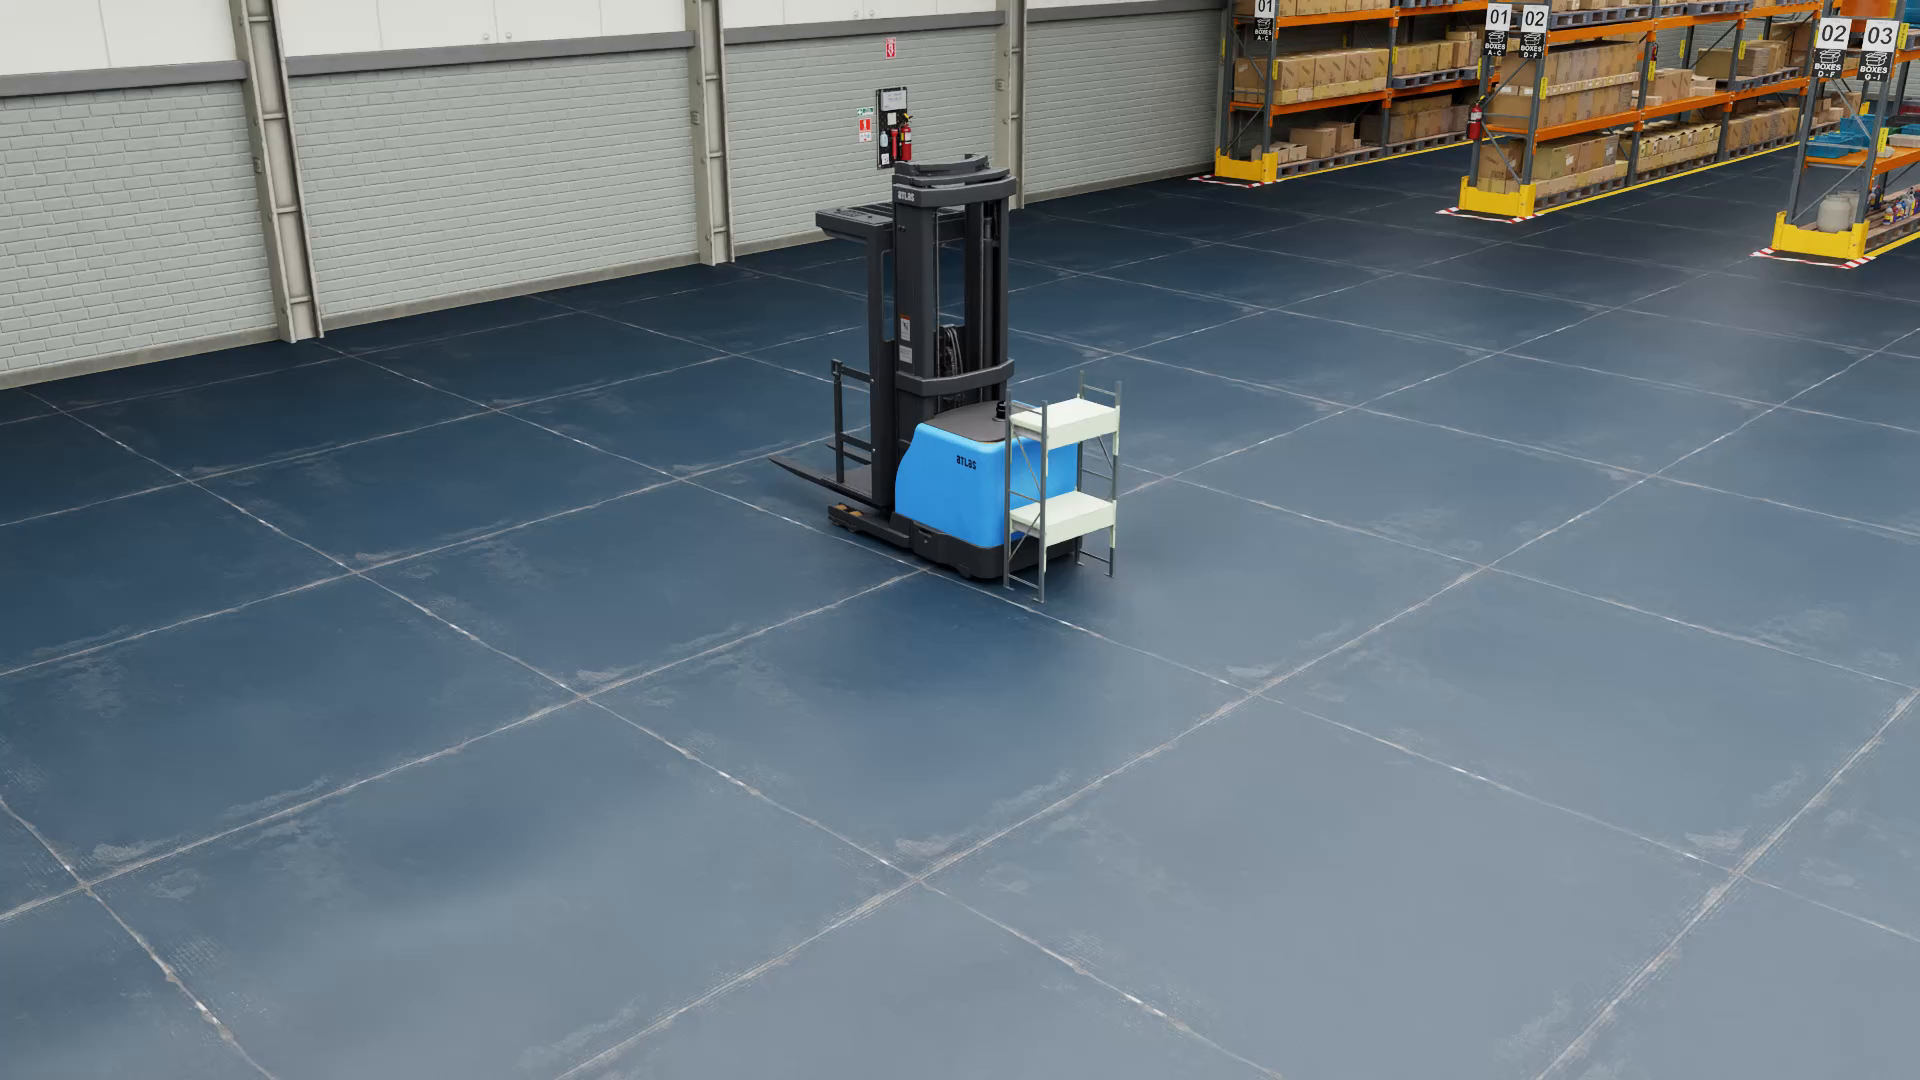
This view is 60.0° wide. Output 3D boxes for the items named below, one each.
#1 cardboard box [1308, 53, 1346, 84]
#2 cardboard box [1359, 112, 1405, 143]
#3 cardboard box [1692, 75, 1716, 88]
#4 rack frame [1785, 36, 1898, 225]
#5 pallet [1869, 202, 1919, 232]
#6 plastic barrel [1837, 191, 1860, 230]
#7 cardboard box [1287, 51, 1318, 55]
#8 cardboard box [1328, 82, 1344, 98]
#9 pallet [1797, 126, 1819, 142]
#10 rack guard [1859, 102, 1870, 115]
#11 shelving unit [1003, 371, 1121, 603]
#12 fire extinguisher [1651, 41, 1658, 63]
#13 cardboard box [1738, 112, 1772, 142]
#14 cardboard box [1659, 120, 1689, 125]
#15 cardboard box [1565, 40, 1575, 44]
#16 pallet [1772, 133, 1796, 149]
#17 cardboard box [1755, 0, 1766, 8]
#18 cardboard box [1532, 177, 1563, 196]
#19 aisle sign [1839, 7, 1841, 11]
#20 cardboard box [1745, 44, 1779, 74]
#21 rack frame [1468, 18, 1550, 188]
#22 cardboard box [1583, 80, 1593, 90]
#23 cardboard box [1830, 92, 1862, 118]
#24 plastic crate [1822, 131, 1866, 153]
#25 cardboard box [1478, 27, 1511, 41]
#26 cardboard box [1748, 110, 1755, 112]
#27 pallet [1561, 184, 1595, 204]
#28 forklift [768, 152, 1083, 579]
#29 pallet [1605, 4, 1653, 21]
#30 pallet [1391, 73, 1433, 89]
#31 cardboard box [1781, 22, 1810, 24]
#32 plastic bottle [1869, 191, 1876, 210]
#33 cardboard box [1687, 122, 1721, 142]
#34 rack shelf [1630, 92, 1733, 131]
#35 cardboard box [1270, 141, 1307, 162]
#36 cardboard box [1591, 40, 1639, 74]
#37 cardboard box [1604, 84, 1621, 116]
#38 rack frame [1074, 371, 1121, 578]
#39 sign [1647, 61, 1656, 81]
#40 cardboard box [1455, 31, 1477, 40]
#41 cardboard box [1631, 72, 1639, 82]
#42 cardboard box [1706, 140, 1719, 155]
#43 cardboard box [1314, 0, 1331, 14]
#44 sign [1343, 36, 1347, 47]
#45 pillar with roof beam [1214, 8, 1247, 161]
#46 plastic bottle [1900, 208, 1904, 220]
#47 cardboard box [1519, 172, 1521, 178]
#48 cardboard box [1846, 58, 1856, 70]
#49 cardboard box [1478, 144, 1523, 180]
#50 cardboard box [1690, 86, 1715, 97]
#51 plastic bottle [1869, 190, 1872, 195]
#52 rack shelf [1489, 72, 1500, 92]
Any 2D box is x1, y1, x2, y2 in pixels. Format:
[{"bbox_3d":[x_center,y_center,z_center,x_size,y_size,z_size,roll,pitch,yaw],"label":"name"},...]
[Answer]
[{"bbox_3d":[6.736,-8.684,30.622,0.500,0.500,0.500,-19,28,-40],"label":"cardboard box"},{"bbox_3d":[8.411,-8.216,33.139,0.500,0.500,0.700,-19,28,-40],"label":"cardboard box"},{"bbox_3d":[13.967,-8.649,31.520,0.500,0.311,0.500,-18,27,-39],"label":"cardboard box"},{"bbox_3d":[12.218,-5.476,23.140,1.000,3.000,0.127,19,28,41],"label":"rack frame"},{"bbox_3d":[14.510,-5.040,25.894,1.003,0.211,1.213,19,28,41],"label":"pallet"},{"bbox_3d":[12.972,-4.828,24.336,0.421,0.512,0.421,0,21,0],"label":"plastic barrel"},{"bbox_3d":[6.363,-8.809,30.949,0.500,0.500,0.500,-20,29,-41],"label":"cardboard box"},{"bbox_3d":[6.753,-8.337,30.764,0.500,0.250,0.500,20,28,41],"label":"cardboard box"},{"bbox_3d":[17.522,-8.676,35.353,1.003,0.211,1.213,19,28,41],"label":"pallet"},{"bbox_3d":[19.780,-9.643,37.466,1.175,0.500,0.348,19,28,41],"label":"rack guard"},{"bbox_3d":[0.734,-0.390,11.998,0.755,1.500,0.431,-18,27,-38],"label":"shelving unit"},{"bbox_3d":[16.717,-11.781,40.173,0.296,0.674,0.183,19,28,41],"label":"fire extinguisher"},{"bbox_3d":[15.849,-8.256,33.245,0.500,0.500,0.500,18,27,39],"label":"cardboard box"},{"bbox_3d":[13.676,-7.886,31.877,0.500,0.311,0.500,-19,28,-40],"label":"cardboard box"},{"bbox_3d":[13.349,-11.053,37.069,0.500,0.500,0.500,19,28,40],"label":"cardboard box"},{"bbox_3d":[16.502,-8.281,34.325,1.003,0.211,1.213,19,28,41],"label":"pallet"},{"bbox_3d":[14.888,-10.471,31.817,0.910,0.500,0.500,19,28,41],"label":"cardboard box"},{"bbox_3d":[9.551,-5.841,27.337,0.500,0.250,0.500,19,28,41],"label":"cardboard box"},{"bbox_3d":[19.670,-12.134,36.839,0.394,0.787,0.004,19,28,41],"label":"aisle sign"},{"bbox_3d":[15.854,-9.574,33.079,0.700,0.500,0.500,12,24,27],"label":"cardboard box"},{"bbox_3d":[8.671,-6.717,26.368,1.000,3.000,0.127,19,28,41],"label":"rack frame"},{"bbox_3d":[10.172,-7.508,27.384,0.380,0.149,0.250,20,28,41],"label":"cardboard box"},{"bbox_3d":[19.630,-9.667,36.914,0.500,0.500,0.500,19,28,41],"label":"cardboard box"},{"bbox_3d":[12.810,-5.775,24.127,0.499,0.251,0.408,19,28,41],"label":"plastic crate"},{"bbox_3d":[11.222,-10.616,34.887,0.500,0.250,0.500,-19,28,-41],"label":"cardboard box"},{"bbox_3d":[15.812,-8.510,33.905,0.500,0.500,0.500,20,29,41],"label":"cardboard box"},{"bbox_3d":[10.026,-5.934,28.219,1.003,0.211,1.213,19,28,41],"label":"pallet"},{"bbox_3d":[-0.407,-1.537,12.988,1.130,2.935,3.031,-17,27,-38],"label":"forklift"},{"bbox_3d":[10.885,-8.878,27.934,1.003,0.211,1.213,19,28,41],"label":"pallet"},{"bbox_3d":[8.547,-9.054,32.717,1.003,0.211,1.213,19,28,41],"label":"pallet"},{"bbox_3d":[17.565,-10.642,35.047,0.500,0.500,0.500,19,28,40],"label":"cardboard box"},{"bbox_3d":[14.133,-5.265,25.781,0.097,0.271,0.097,0,21,0],"label":"plastic bottle"},{"bbox_3d":[14.063,-7.751,31.525,0.500,0.311,0.500,-19,28,-41],"label":"cardboard box"},{"bbox_3d":[12.857,-7.923,30.510,1.077,0.370,4.000,19,28,41],"label":"rack shelf"},{"bbox_3d":[6.064,-7.208,30.780,0.500,0.311,0.500,-17,27,-38],"label":"cardboard box"},{"bbox_3d":[11.157,-8.281,28.492,0.700,0.500,0.500,19,28,41],"label":"cardboard box"},{"bbox_3d":[10.793,-7.539,28.368,0.700,0.500,0.500,19,28,40],"label":"cardboard box"},{"bbox_3d":[1.008,-0.476,12.224,0.023,1.500,0.400,-18,27,-38],"label":"rack frame"},{"bbox_3d":[11.860,-8.047,28.513,0.100,0.325,0.005,19,28,41],"label":"sign"},{"bbox_3d":[10.481,-10.470,34.478,0.380,0.149,0.250,15,26,34],"label":"cardboard box"},{"bbox_3d":[11.425,-7.971,28.588,0.380,0.149,0.250,19,28,41],"label":"cardboard box"},{"bbox_3d":[14.060,-7.489,31.626,0.500,0.250,0.500,-19,28,-41],"label":"cardboard box"},{"bbox_3d":[6.291,-9.699,29.778,0.500,0.500,0.500,-19,28,-40],"label":"cardboard box"},{"bbox_3d":[7.510,-9.662,32.418,0.100,0.325,0.005,19,28,41],"label":"sign"},{"bbox_3d":[8.072,-10.075,26.743,9.100,9.000,0.400,19,28,41],"label":"pillar with roof beam"},{"bbox_3d":[14.084,-4.902,24.935,0.097,0.201,0.097,0,21,0],"label":"plastic bottle"},{"bbox_3d":[9.174,-5.972,27.679,0.500,0.250,0.500,19,28,41],"label":"cardboard box"},{"bbox_3d":[19.004,-10.432,35.895,0.500,0.500,0.500,20,28,41],"label":"cardboard box"},{"bbox_3d":[8.832,-6.191,27.204,0.500,0.500,0.500,19,28,41],"label":"cardboard box"},{"bbox_3d":[13.823,-8.355,30.982,0.380,0.149,0.250,19,28,41],"label":"cardboard box"},{"bbox_3d":[14.148,-5.369,25.942,0.185,0.351,0.144,-19,28,-41],"label":"plastic bottle"},{"bbox_3d":[12.096,-10.190,36.408,1.077,0.370,4.000,19,28,41],"label":"rack shelf"}]
